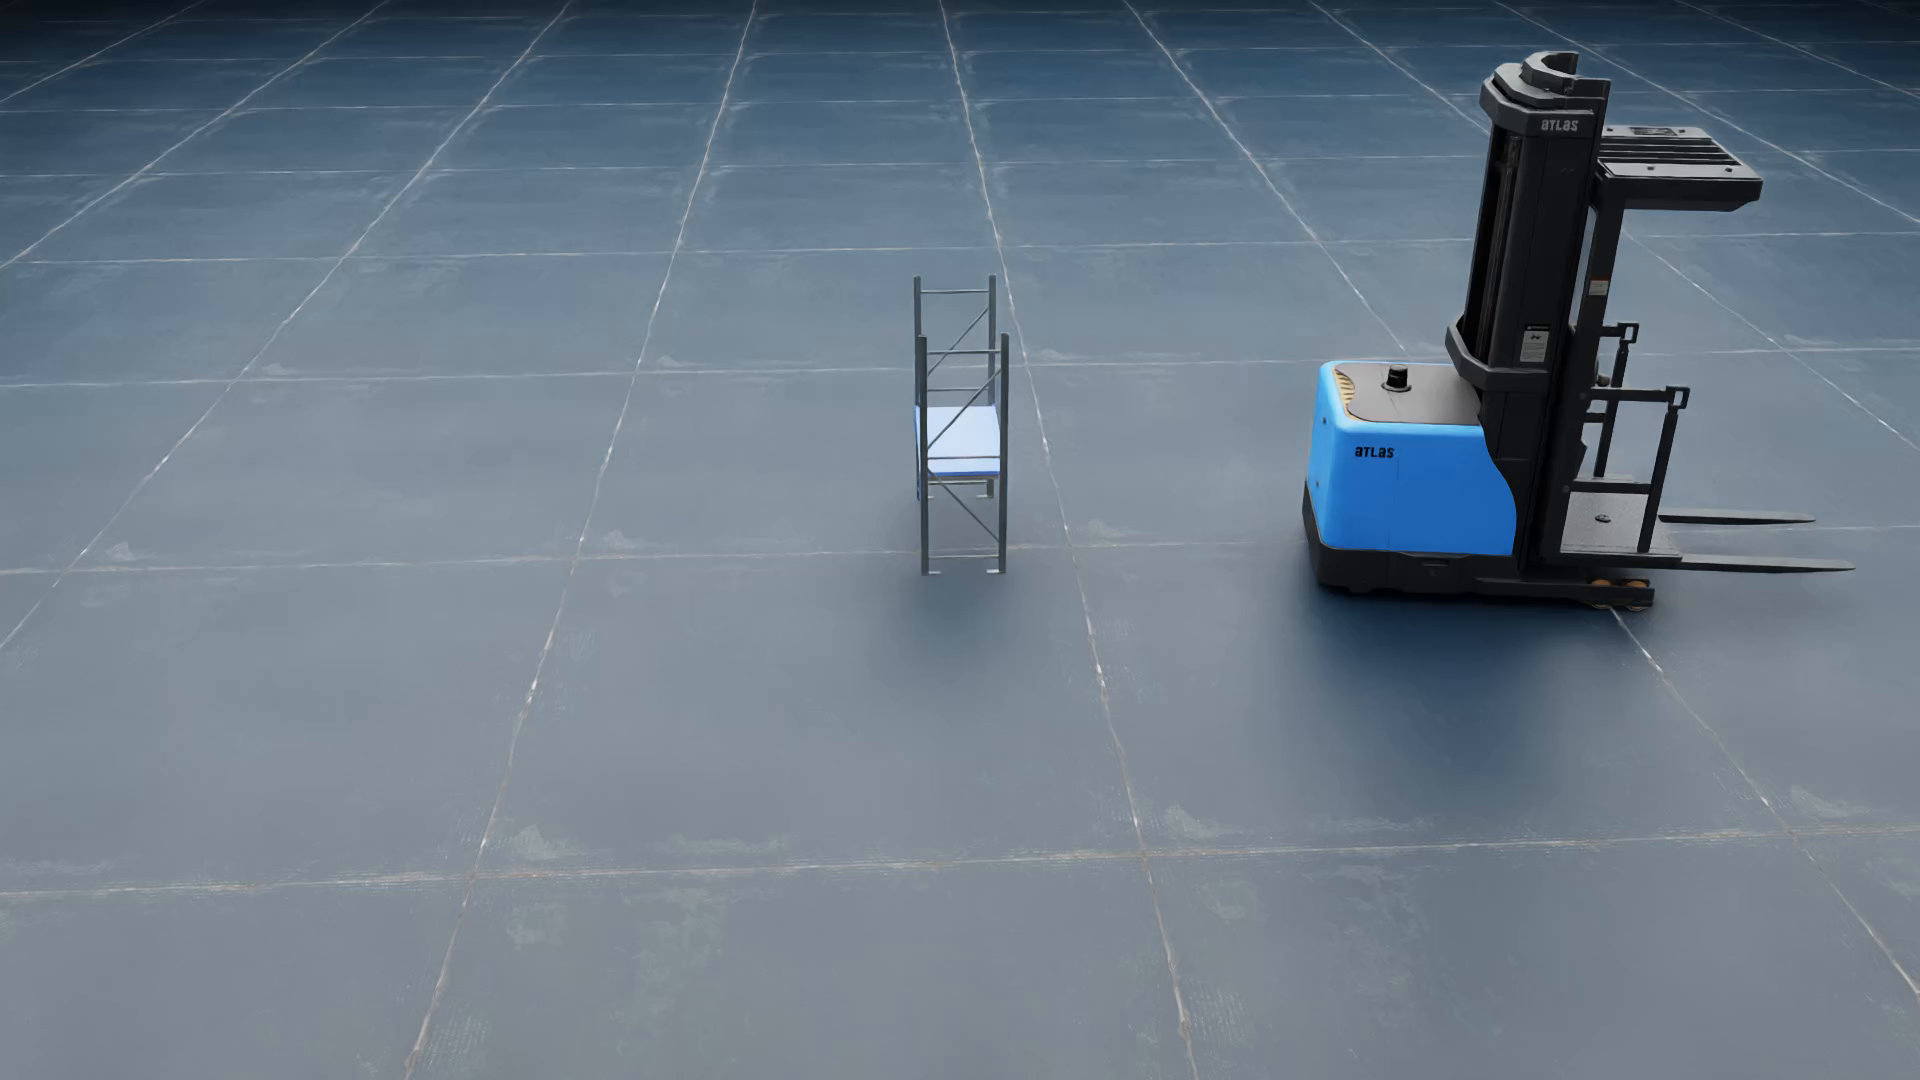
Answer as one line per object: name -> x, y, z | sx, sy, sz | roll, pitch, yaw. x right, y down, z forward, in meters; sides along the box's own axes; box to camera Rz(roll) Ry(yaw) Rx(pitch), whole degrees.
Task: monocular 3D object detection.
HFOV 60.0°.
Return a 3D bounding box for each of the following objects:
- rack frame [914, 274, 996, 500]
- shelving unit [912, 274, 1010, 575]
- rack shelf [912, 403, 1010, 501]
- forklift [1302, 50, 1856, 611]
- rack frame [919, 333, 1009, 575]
rack frame -> -0.031, -0.939, 10.429 | 0.500, 1.500, 0.032 | -1, 28, -3
shelving unit -> -0.004, -0.704, 9.979 | 0.538, 1.500, 1.048 | -1, 28, -3
rack shelf -> -0.004, -0.545, 10.062 | 0.538, 0.185, 1.000 | -1, 28, -3
forklift -> 3.617, -1.154, 9.293 | 3.031, 2.935, 1.130 | 2, 28, 4
rack frame -> 0.022, -0.470, 9.529 | 0.500, 1.500, 0.032 | -1, 28, -3
